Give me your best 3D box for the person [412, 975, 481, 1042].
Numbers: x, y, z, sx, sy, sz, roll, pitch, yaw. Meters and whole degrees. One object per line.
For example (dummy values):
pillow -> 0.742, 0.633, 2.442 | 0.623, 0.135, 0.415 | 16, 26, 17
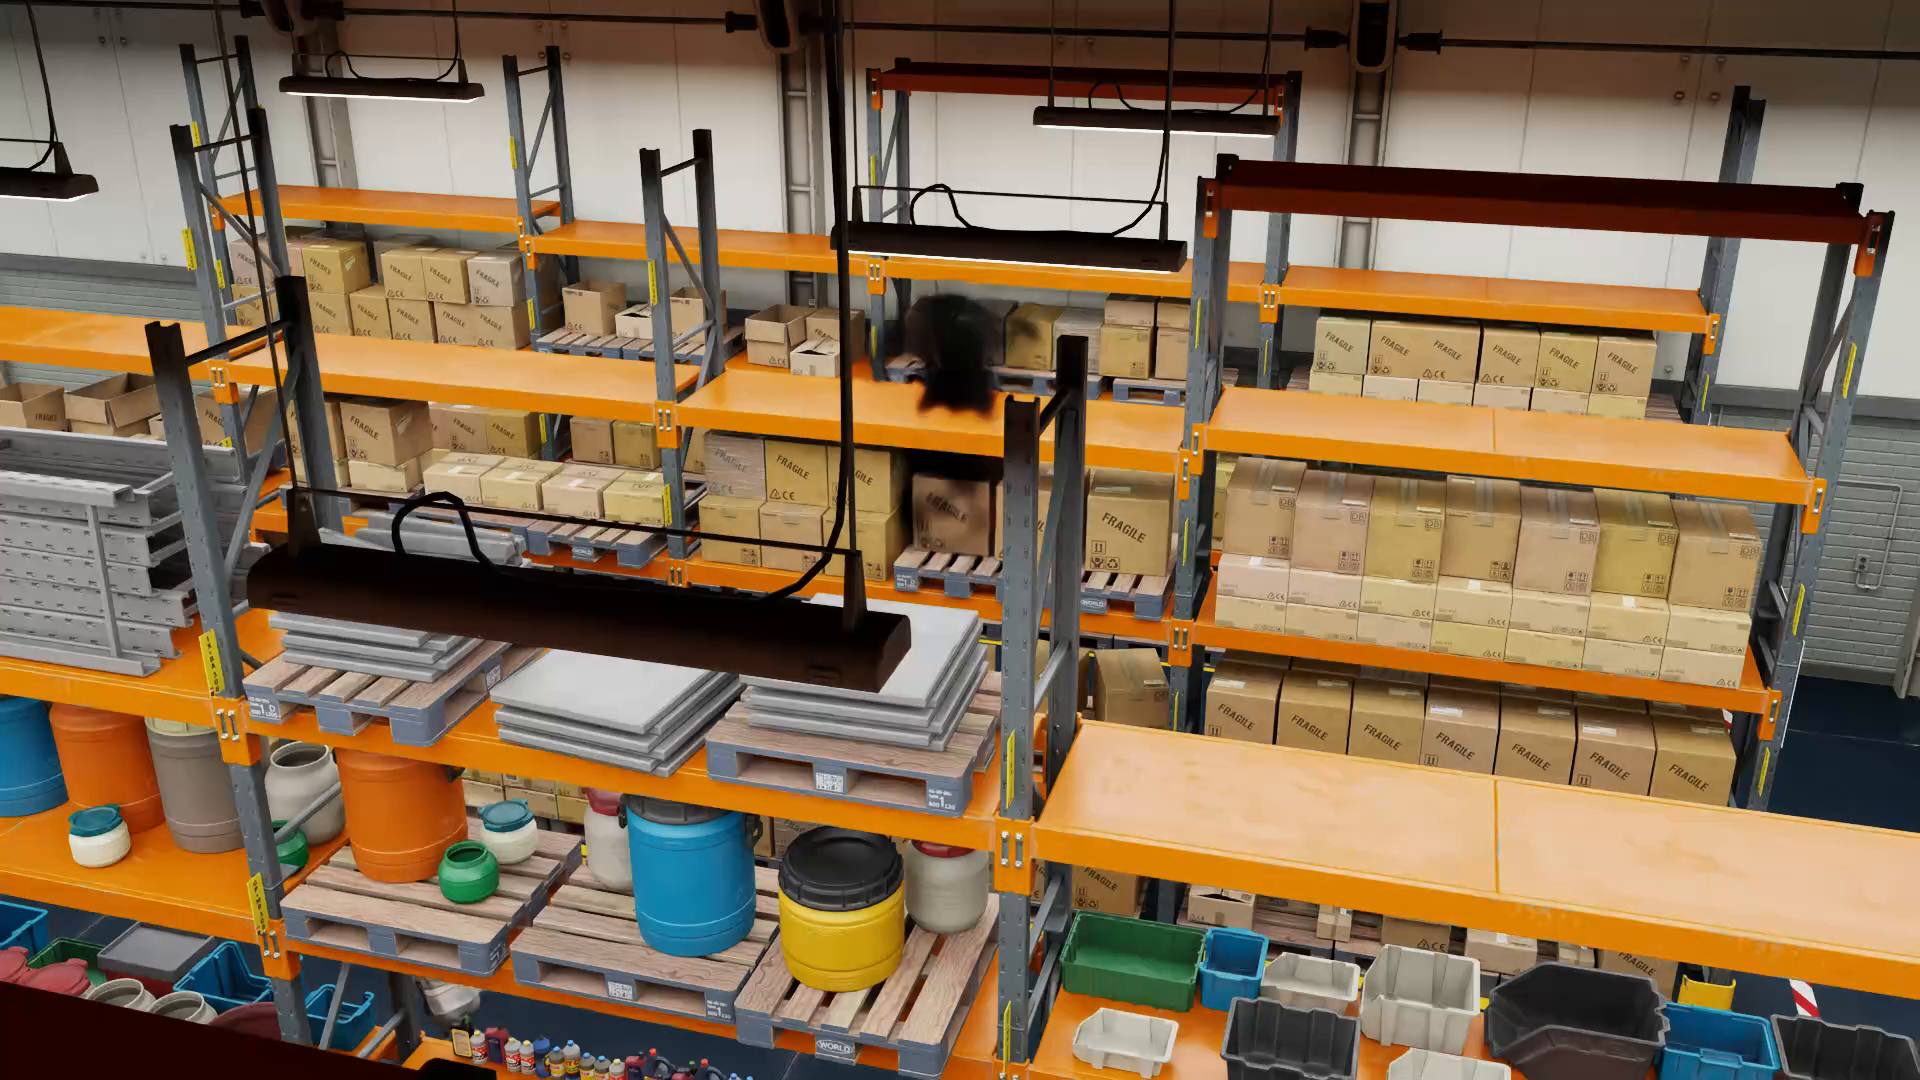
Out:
person -> -3.363, 3.120, 11.221 | 0.710, 1.632, 0.636 | -17, 28, -35
